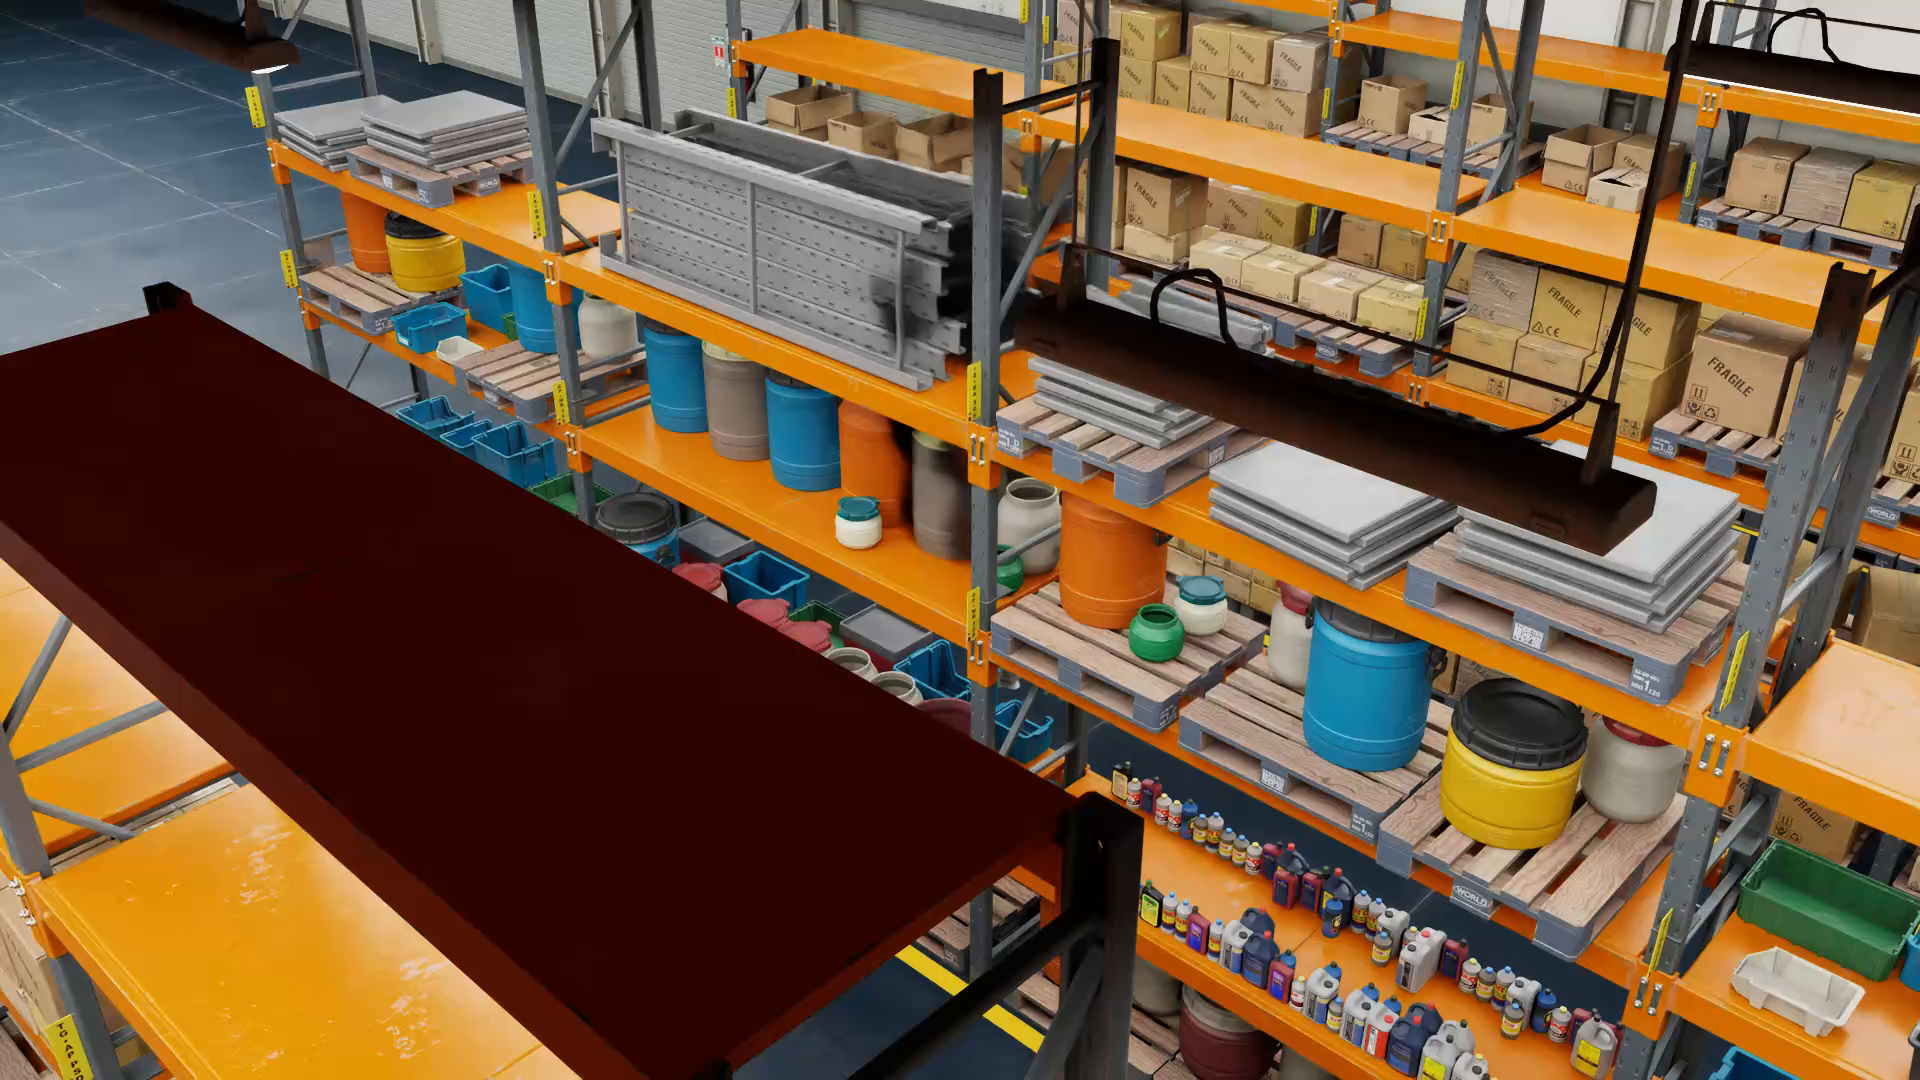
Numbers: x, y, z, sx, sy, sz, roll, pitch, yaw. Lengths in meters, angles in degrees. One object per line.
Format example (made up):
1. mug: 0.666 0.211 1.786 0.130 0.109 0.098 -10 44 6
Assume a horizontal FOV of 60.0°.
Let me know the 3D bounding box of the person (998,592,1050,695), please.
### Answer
1. person: 0.517 0.520 13.061 0.721 1.655 0.554 16 33 26

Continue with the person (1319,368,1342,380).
1. person: 3.462 -0.892 15.995 1.020 1.754 0.714 23 37 35
